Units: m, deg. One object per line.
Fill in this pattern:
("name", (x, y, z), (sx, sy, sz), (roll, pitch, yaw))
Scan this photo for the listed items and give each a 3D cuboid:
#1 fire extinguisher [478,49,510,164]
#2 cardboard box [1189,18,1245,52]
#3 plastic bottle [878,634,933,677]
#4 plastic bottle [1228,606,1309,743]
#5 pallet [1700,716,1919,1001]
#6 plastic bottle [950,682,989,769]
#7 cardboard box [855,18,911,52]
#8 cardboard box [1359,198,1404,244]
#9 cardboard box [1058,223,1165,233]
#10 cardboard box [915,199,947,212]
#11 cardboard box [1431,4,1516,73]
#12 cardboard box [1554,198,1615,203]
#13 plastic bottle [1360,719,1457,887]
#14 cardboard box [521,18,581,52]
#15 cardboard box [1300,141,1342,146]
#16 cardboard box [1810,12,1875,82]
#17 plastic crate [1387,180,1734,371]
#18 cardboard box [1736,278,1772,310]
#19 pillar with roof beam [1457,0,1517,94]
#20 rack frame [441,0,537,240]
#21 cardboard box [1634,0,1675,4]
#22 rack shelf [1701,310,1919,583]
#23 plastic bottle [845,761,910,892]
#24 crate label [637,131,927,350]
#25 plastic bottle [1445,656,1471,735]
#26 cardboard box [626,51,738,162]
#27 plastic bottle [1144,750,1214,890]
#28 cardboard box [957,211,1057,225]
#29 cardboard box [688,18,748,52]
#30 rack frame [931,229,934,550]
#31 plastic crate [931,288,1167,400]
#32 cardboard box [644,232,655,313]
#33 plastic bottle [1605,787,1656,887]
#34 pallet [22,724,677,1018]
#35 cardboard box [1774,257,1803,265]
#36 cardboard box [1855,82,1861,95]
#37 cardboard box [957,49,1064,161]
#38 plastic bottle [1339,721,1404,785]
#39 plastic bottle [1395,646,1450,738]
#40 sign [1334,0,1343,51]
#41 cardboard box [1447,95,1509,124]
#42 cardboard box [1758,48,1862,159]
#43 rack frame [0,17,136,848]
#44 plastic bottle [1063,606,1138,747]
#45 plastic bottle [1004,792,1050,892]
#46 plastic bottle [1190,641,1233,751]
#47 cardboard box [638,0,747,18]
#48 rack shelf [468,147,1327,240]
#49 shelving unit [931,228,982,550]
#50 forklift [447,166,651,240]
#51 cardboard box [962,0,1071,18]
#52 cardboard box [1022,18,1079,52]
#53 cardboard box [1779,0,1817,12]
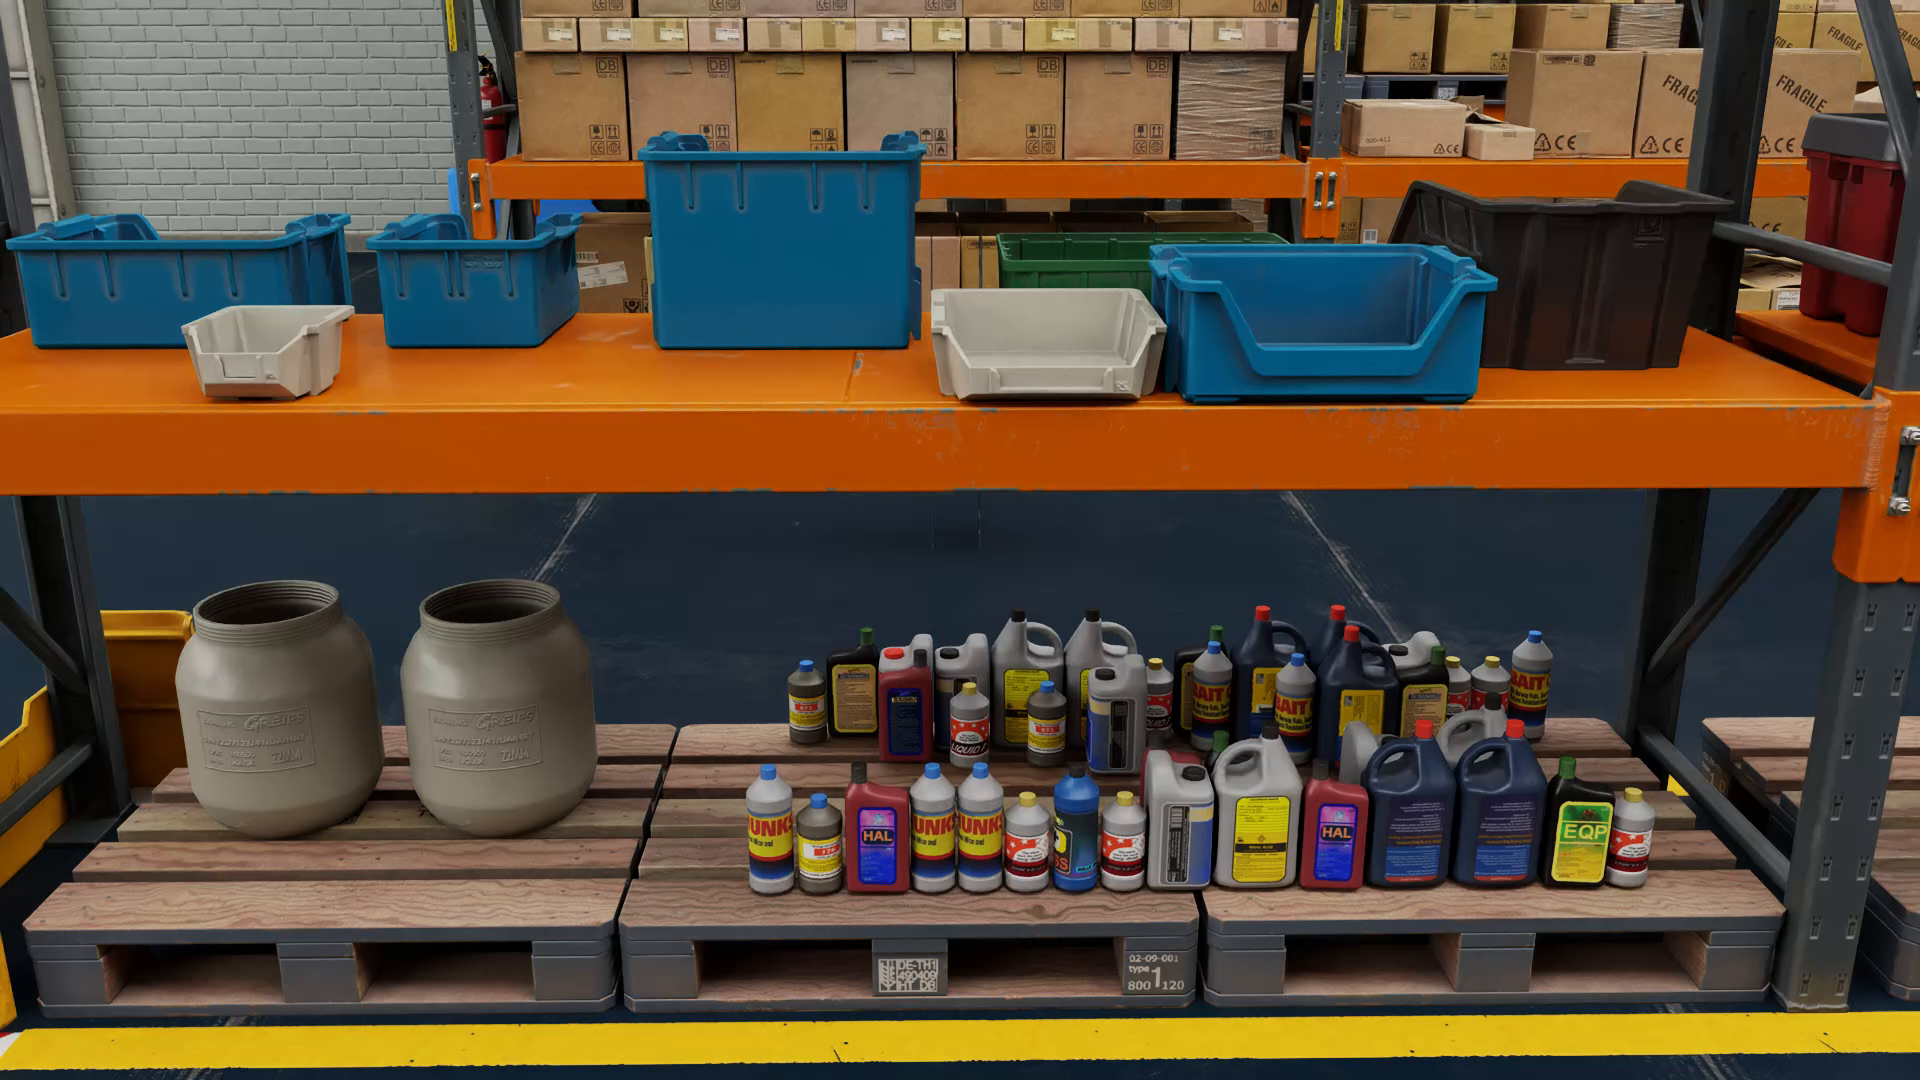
("fire extinguisher", (-2.418, -2.192, 8.596), (0.183, 0.674, 0.296), (0, 18, -1))
("cardboard box", (1.192, -2.396, 7.879), (0.250, 0.149, 0.380), (-1, 18, -2))
("plastic bottle", (-0.136, 0.378, 4.199), (0.135, 0.276, 0.152), (0, 18, 0))
("plastic bottle", (0.779, 0.336, 4.205), (0.185, 0.351, 0.144), (-1, 18, -3))
("pallet", (2.566, 0.719, 3.962), (1.213, 0.211, 1.003), (0, 18, -1))
("plastic bottle", (0.024, 0.450, 4.094), (0.097, 0.201, 0.097), (0, 18, 0))
("cardboard box", (-0.359, -2.387, 7.852), (0.250, 0.149, 0.380), (0, 18, 0))
("cardboard box", (3.388, -2.655, 13.286), (0.500, 0.500, 0.700), (0, 18, 0))
("cardboard box", (0.747, -1.286, 8.233), (0.500, 0.500, 0.500), (0, 18, -1))
("cardboard box", (-0.377, -2.586, 13.071), (0.500, 0.500, 0.700), (-1, 18, -4))
("cardboard box", (3.910, -3.878, 12.841), (0.500, 0.500, 0.700), (0, 18, -1))
("cardboard box", (4.906, -2.638, 13.234), (0.500, 0.500, 0.700), (0, 18, 0))
("plastic bottle", (0.951, 0.550, 3.538), (0.185, 0.351, 0.144), (-1, 18, -4))
("cardboard box", (-1.896, -2.380, 7.830), (0.250, 0.149, 0.380), (0, 18, -1))
("cardboard box", (2.801, -3.007, 13.156), (0.500, 0.250, 0.500), (-1, 18, -2))
("cardboard box", (6.638, -3.761, 12.679), (0.500, 0.500, 0.500), (0, 18, 1))
("plastic crate", (1.256, -0.600, 3.610), (0.504, 0.338, 0.767), (0, 18, -1))
("cardboard box", (3.662, -1.198, 8.267), (0.500, 0.311, 0.500), (0, 18, 1))
("pillar with roof beam", (4.379, -5.438, 8.769), (0.400, 9.000, 9.100), (0, 18, -1))
("rack frame", (-2.292, -2.087, 8.143), (0.127, 3.000, 1.000), (0, 18, -1))
("cardboard box", (5.280, -4.194, 12.764), (0.250, 0.149, 0.380), (-3, 18, -8))
("rack shelf", (3.782, -0.261, 3.627), (4.000, 0.370, 1.077), (0, 18, -1))
("plastic bottle", (-0.173, 0.601, 3.491), (0.133, 0.283, 0.061), (0, 18, 0))
("crate label", (-0.382, -0.683, 3.707), (0.616, 0.435, 0.502), (0, 18, -1))
("plastic bottle", (1.253, 0.398, 4.257), (0.097, 0.201, 0.097), (0, 18, 0))
("cardboard box", (-1.300, -2.137, 8.135), (0.500, 0.500, 0.700), (0, 18, 1))
("plastic bottle", (0.465, 0.587, 3.546), (0.135, 0.276, 0.152), (0, 18, 0))
("cardboard box", (0.239, -1.443, 8.721), (0.500, 0.500, 0.500), (0, 18, -1))
("cardboard box", (-1.131, -2.383, 7.840), (0.250, 0.149, 0.380), (-1, 18, -2))
("rack frame", (-0.106, -0.571, 6.363), (0.006, 1.200, 0.240), (0, 18, -1))
("plastic crate", (0.162, -0.383, 3.262), (0.437, 0.136, 0.530), (0, 18, -1))
("cardboard box", (-1.253, -1.273, 8.190), (0.500, 0.500, 0.500), (0, 18, -1))
("plastic bottle", (1.424, 0.626, 3.545), (0.097, 0.201, 0.097), (0, 18, 0))
("pallet", (-1.330, 0.736, 3.906), (1.213, 0.211, 1.003), (0, 18, -1))
("cardboard box", (4.653, -1.366, 8.789), (0.500, 0.311, 0.500), (-1, 18, -2))
("cardboard box", (6.726, -3.472, 12.840), (0.250, 0.149, 0.380), (0, 18, -1))
("cardboard box", (0.235, -2.144, 8.157), (0.500, 0.500, 0.700), (0, 18, 0))
("plastic bottle", (0.923, 0.541, 3.690), (0.135, 0.276, 0.152), (0, 18, -1))
("plastic bottle", (1.136, 0.400, 4.115), (0.133, 0.283, 0.061), (0, 18, -1))
("sign", (1.718, -2.387, 7.531), (0.005, 0.325, 0.100), (0, 18, -1))
("cardboard box", (2.584, -2.103, 8.412), (0.258, 0.266, 0.396), (-1, 18, -2))
("cardboard box", (4.029, -2.160, 8.207), (0.500, 0.500, 0.500), (-1, 18, -4))
("rack frame", (-2.218, -0.574, 3.427), (0.127, 3.000, 1.000), (0, 18, -1))
("plastic bottle", (0.354, 0.338, 4.198), (0.185, 0.351, 0.144), (0, 18, -1))
("plastic bottle", (0.142, 0.633, 3.526), (0.097, 0.201, 0.097), (0, 18, 0))
("plastic bottle", (0.633, 0.386, 4.179), (0.097, 0.271, 0.097), (0, 18, 0))
("cardboard box", (-1.246, -2.755, 7.938), (0.500, 0.500, 0.700), (-1, 18, -2))
("rack shelf", (-0.292, -1.754, 8.283), (4.000, 0.370, 1.077), (0, 18, -1))
("shelving unit", (-0.014, -0.571, 6.364), (0.189, 1.200, 0.258), (0, 18, -1))
("forklift", (-1.630, -2.782, 10.422), (3.031, 2.935, 1.130), (-1, 18, -2))
("cardboard box", (0.258, -2.763, 7.962), (0.500, 0.500, 0.700), (0, 18, -1))
("cardboard box", (0.421, -2.392, 7.867), (0.250, 0.149, 0.380), (0, 18, -1))
("cardboard box", (6.112, -4.118, 12.563), (0.500, 0.250, 0.500), (0, 18, 0))
